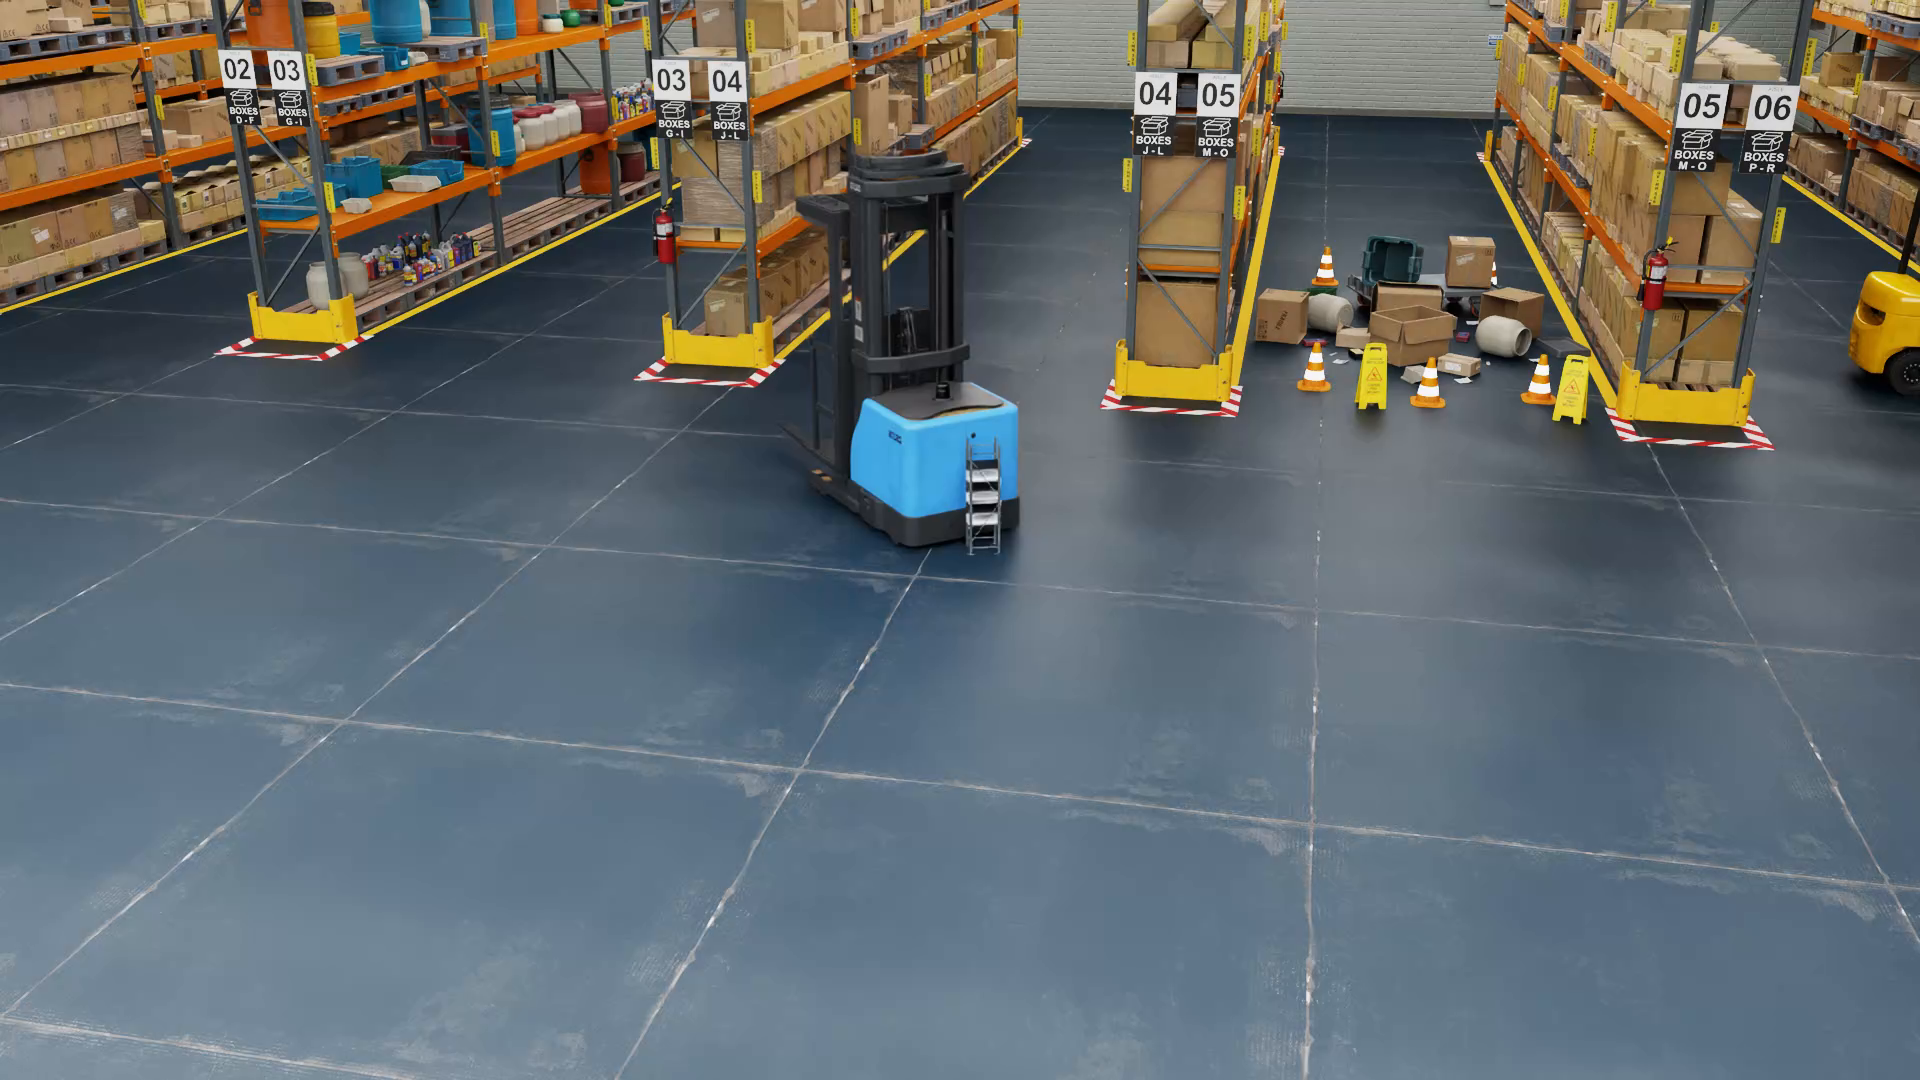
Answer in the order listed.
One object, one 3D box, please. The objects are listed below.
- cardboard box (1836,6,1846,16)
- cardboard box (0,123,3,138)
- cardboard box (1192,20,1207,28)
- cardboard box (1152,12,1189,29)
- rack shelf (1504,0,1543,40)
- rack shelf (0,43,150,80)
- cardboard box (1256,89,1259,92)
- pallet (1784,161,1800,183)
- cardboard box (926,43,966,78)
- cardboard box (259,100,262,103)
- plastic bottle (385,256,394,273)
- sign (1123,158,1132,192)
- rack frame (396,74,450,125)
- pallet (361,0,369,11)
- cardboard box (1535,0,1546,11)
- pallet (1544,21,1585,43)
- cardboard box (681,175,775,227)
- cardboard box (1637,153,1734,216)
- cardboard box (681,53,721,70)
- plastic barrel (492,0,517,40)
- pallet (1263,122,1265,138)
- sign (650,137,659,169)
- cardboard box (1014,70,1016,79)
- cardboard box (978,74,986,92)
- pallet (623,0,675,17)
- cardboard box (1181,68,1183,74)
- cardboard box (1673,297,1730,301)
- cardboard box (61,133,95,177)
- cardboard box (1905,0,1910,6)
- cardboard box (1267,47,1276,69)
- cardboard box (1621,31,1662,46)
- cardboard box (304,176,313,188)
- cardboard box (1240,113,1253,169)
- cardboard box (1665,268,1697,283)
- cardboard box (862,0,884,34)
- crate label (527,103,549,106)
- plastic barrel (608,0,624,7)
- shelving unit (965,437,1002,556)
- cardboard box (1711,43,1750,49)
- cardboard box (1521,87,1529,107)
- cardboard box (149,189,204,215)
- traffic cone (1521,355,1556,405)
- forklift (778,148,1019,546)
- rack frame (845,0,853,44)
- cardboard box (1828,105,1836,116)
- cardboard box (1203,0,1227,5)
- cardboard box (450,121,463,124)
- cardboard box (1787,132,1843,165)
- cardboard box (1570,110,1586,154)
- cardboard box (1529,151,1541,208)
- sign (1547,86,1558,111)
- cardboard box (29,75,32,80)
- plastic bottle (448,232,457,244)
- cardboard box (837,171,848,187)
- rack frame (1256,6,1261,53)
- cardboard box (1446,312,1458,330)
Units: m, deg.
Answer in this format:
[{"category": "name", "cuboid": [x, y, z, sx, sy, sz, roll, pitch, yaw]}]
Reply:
[{"category": "cardboard box", "cuboid": [14.433, -8.569, 26.936, 0.380, 0.149, 0.250, 5, 22, 12]}, {"category": "cardboard box", "cuboid": [-12.123, -5.105, 20.144, 0.700, 0.500, 0.500, 4, 22, 10]}, {"category": "cardboard box", "cuboid": [2.427, -5.541, 18.188, 0.500, 0.250, 0.500, 4, 22, 10]}, {"category": "cardboard box", "cuboid": [2.185, -5.404, 17.313, 0.380, 0.149, 0.250, 4, 22, 10]}, {"category": "rack shelf", "cuboid": [9.912, -8.741, 27.990, 1.077, 0.370, 4.000, 4, 22, 11]}, {"category": "rack shelf", "cuboid": [-11.936, -5.864, 20.847, 1.077, 0.370, 4.000, 4, 22, 11]}, {"category": "cardboard box", "cuboid": [4.266, -6.623, 24.760, 0.380, 0.149, 0.250, 4, 22, 9]}, {"category": "pallet", "cuboid": [15.003, -6.425, 29.024, 1.003, 0.211, 1.213, 4, 22, 11]}, {"category": "cardboard box", "cuboid": [-0.320, -7.985, 27.688, 0.797, 0.503, 0.637, 4, 22, 10]}, {"category": "cardboard box", "cuboid": [-14.280, -8.512, 33.258, 0.700, 0.500, 0.500, 5, 22, 12]}, {"category": "plastic bottle", "cuboid": [-7.286, -3.516, 21.225, 0.097, 0.201, 0.097, 0, 22, 0]}, {"category": "sign", "cuboid": [1.660, -3.597, 16.403, 0.100, 0.325, 0.005, 4, 22, 11]}, {"category": "rack frame", "cuboid": [-9.895, -8.464, 30.354, 1.000, 3.000, 0.127, 4, 22, 11]}, {"category": "pallet", "cuboid": [-10.305, -9.155, 28.308, 1.213, 0.211, 1.003, 4, 22, 11]}, {"category": "cardboard box", "cuboid": [9.040, -8.284, 25.197, 0.500, 0.500, 0.500, 4, 22, 10]}, {"category": "pallet", "cuboid": [8.767, -7.032, 23.037, 1.213, 0.211, 1.003, 6, 23, 13]}, {"category": "cardboard box", "cuboid": [-2.507, -3.702, 17.999, 0.875, 0.500, 0.500, 4, 22, 11]}, {"category": "cardboard box", "cuboid": [6.945, -3.415, 15.947, 0.700, 0.500, 0.500, 4, 22, 10]}, {"category": "cardboard box", "cuboid": [-2.727, -5.037, 17.497, 0.380, 0.149, 0.250, 4, 22, 9]}, {"category": "plastic barrel", "cuboid": [-6.521, -7.464, 23.185, 0.600, 0.901, 0.708, 4, 22, 11]}, {"category": "pallet", "cuboid": [3.862, -6.009, 24.516, 1.213, 0.211, 1.003, 4, 22, 11]}, {"category": "sign", "cuboid": [-3.186, -4.052, 17.427, 0.100, 0.325, 0.005, 4, 22, 11]}, {"category": "cardboard box", "cuboid": [0.868, -8.898, 31.769, 0.380, 0.149, 0.250, 5, 22, 12]}, {"category": "cardboard box", "cuboid": [0.154, -7.928, 28.825, 0.500, 0.250, 0.500, 4, 22, 10]}, {"category": "pallet", "cuboid": [-5.339, -8.680, 27.127, 1.003, 0.211, 1.213, 4, 22, 11]}, {"category": "cardboard box", "cuboid": [2.081, -4.846, 16.995, 0.380, 0.149, 0.250, 5, 22, 11]}, {"category": "cardboard box", "cuboid": [7.597, -2.305, 17.176, 0.500, 0.500, 0.500, 4, 22, 9]}, {"category": "cardboard box", "cuboid": [-11.819, -5.045, 21.732, 0.700, 0.500, 0.500, 5, 22, 12]}, {"category": "cardboard box", "cuboid": [13.678, -7.677, 23.626, 0.380, 0.149, 0.250, 5, 22, 11]}, {"category": "cardboard box", "cuboid": [4.968, -8.087, 27.548, 0.500, 0.500, 0.500, 5, 22, 12]}, {"category": "cardboard box", "cuboid": [7.463, -5.483, 18.207, 0.380, 0.149, 0.250, 5, 23, 13]}, {"category": "cardboard box", "cuboid": [-10.580, -5.709, 26.633, 0.500, 0.250, 0.500, 5, 22, 12]}, {"category": "cardboard box", "cuboid": [2.897, -4.595, 19.101, 0.875, 0.550, 0.550, 4, 22, 11]}, {"category": "cardboard box", "cuboid": [6.922, -2.600, 16.130, 0.380, 0.149, 0.250, 5, 23, 13]}, {"category": "cardboard box", "cuboid": [-1.446, -6.925, 21.817, 0.797, 0.503, 0.637, 5, 23, 13]}, {"category": "crate label", "cuboid": [-6.330, -6.296, 24.923, 0.502, 0.435, 0.616, 4, 22, 11]}, {"category": "plastic barrel", "cuboid": [-5.422, -8.506, 26.090, 0.294, 0.245, 0.294, 0, 22, 0]}, {"category": "shelving unit", "cuboid": [0.181, -0.339, 12.991, 0.258, 0.900, 0.210, -3, 22, -7]}, {"category": "cardboard box", "cuboid": [7.797, -4.964, 16.918, 0.380, 0.149, 0.250, 5, 22, 12]}, {"category": "cardboard box", "cuboid": [9.138, -6.975, 26.188, 0.500, 0.250, 0.500, 4, 22, 9]}, {"category": "cardboard box", "cuboid": [-11.199, -4.850, 23.748, 0.500, 0.311, 0.500, 5, 22, 11]}, {"category": "traffic cone", "cuboid": [5.880, -1.642, 16.812, 0.336, 0.463, 0.334, 4, 22, 11]}, {"category": "forklift", "cuboid": [-0.676, -1.816, 13.940, 1.130, 2.935, 3.031, -12, 25, -27]}, {"category": "rack frame", "cuboid": [-1.830, -7.564, 20.090, 1.000, 3.000, 0.127, 4, 22, 11]}, {"category": "cardboard box", "cuboid": [14.347, -6.977, 27.000, 0.380, 0.149, 0.250, 4, 22, 10]}, {"category": "cardboard box", "cuboid": [3.458, -7.173, 22.556, 0.500, 0.311, 0.500, 4, 22, 11]}, {"category": "cardboard box", "cuboid": [-9.903, -7.925, 32.026, 0.500, 0.311, 0.500, 4, 22, 11]}, {"category": "cardboard box", "cuboid": [14.962, -6.858, 29.147, 0.797, 0.503, 0.637, 4, 22, 9]}, {"category": "cardboard box", "cuboid": [8.058, -5.153, 21.039, 0.500, 0.500, 0.500, 4, 22, 9]}, {"category": "cardboard box", "cuboid": [9.279, -5.597, 25.519, 0.875, 0.875, 0.875, 5, 22, 12]}, {"category": "sign", "cuboid": [8.143, -6.067, 22.853, 0.100, 0.325, 0.005, 4, 22, 11]}, {"category": "cardboard box", "cuboid": [-15.723, -7.764, 28.057, 0.500, 0.500, 0.500, 5, 22, 11]}, {"category": "plastic bottle", "cuboid": [-6.669, -3.888, 21.949, 0.144, 0.351, 0.185, 4, 22, 11]}, {"category": "cardboard box", "cuboid": [-1.586, -4.564, 21.007, 0.380, 0.149, 0.250, 4, 22, 11]}, {"category": "rack frame", "cuboid": [3.005, -7.149, 19.060, 1.000, 3.000, 0.127, 4, 22, 11]}, {"category": "cardboard box", "cuboid": [5.604, -2.624, 19.513, 0.258, 0.266, 0.396, -11, 25, -26]}]
